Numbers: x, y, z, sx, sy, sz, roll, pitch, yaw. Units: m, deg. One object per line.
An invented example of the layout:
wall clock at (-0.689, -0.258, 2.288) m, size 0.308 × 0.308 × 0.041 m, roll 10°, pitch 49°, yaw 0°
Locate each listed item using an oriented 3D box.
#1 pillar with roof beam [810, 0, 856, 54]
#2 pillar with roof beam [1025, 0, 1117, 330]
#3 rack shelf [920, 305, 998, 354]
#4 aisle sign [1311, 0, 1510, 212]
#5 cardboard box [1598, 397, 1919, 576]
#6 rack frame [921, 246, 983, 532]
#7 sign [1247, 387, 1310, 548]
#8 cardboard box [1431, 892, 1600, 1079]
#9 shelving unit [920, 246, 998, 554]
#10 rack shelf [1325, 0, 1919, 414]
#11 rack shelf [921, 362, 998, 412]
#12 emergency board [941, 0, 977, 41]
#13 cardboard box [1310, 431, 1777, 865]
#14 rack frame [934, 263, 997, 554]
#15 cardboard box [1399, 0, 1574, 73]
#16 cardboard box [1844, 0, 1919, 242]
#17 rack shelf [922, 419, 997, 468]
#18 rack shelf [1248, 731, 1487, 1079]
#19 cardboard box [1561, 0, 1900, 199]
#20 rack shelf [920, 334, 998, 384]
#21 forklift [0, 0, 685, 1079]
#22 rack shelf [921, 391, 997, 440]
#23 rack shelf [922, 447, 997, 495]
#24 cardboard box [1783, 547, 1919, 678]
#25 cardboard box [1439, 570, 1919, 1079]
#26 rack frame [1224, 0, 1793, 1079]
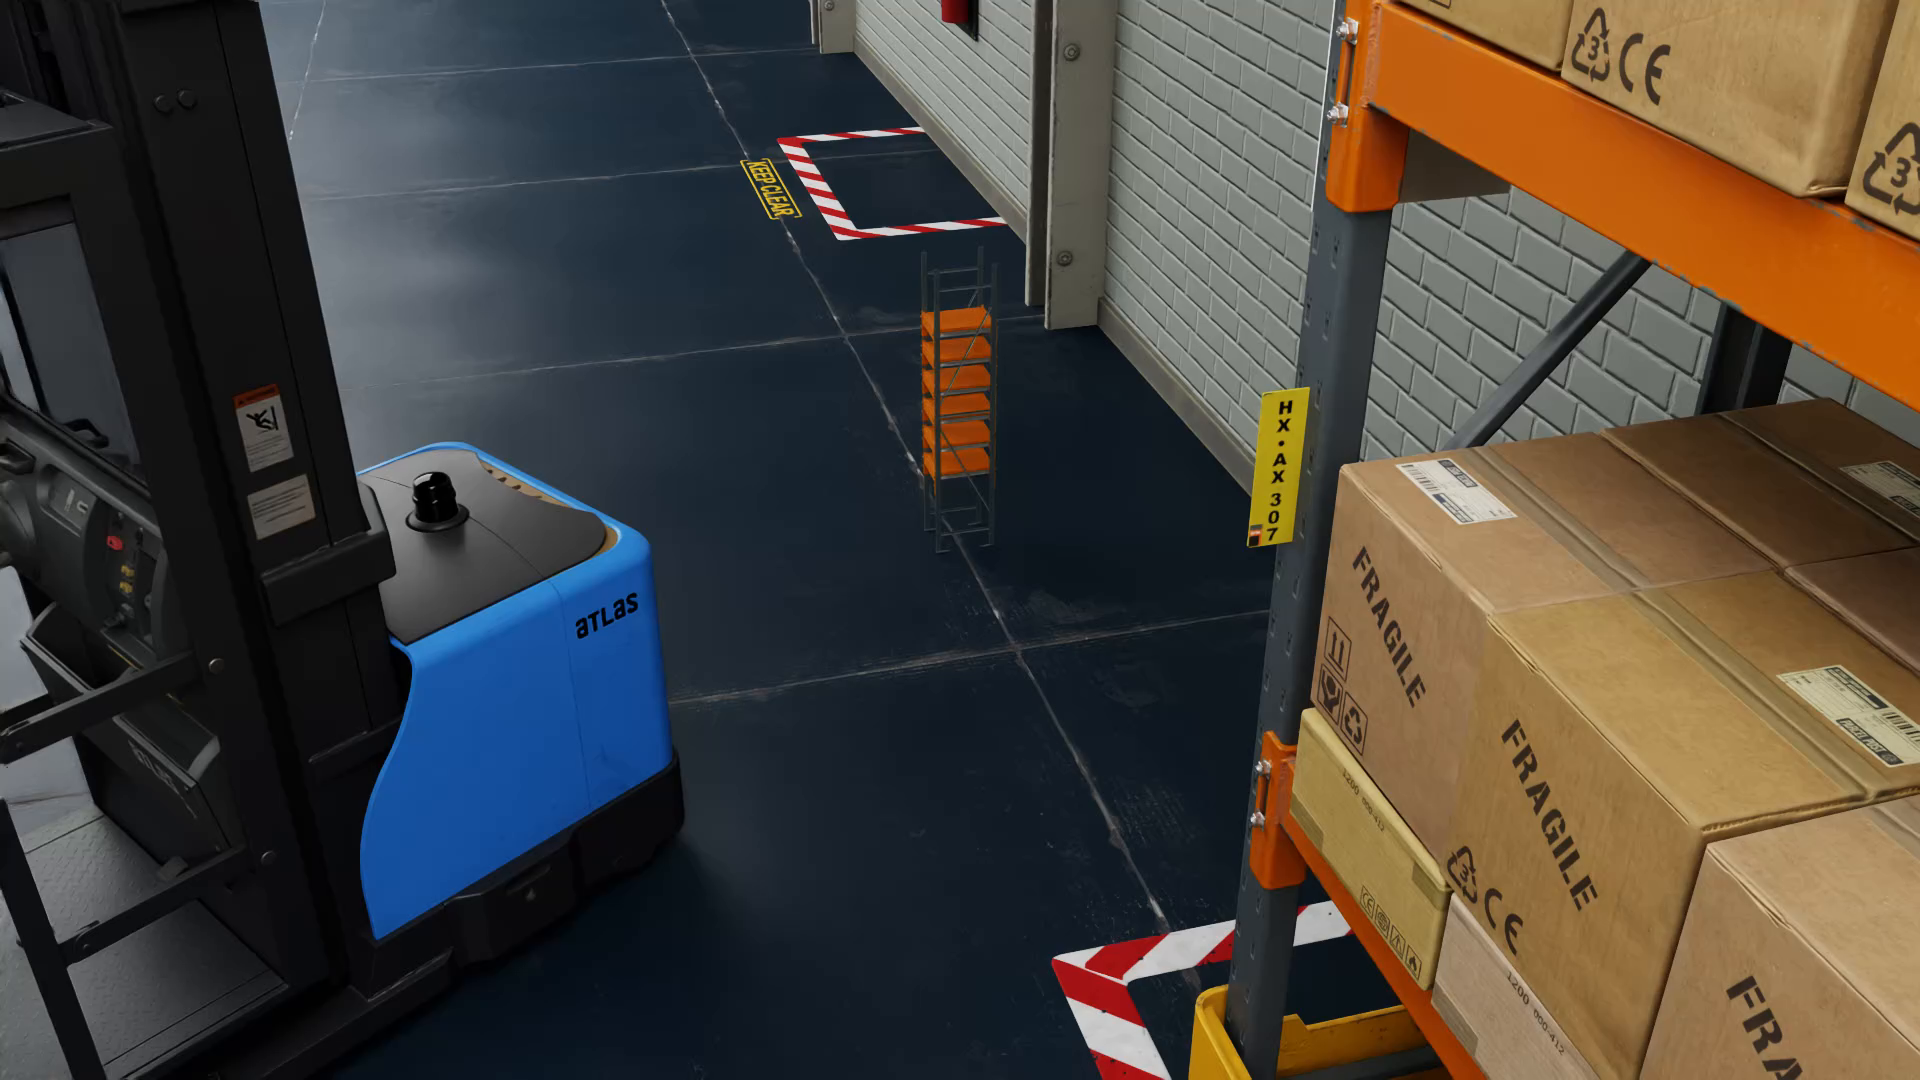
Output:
pillar with roof beam at (-5.193, -7.428, 10.599) m, size 9.100 × 9.000 × 0.400 m, roll -8°, pitch 31°, yaw -13°
pillar with roof beam at (-3.600, -4.530, 5.593) m, size 9.100 × 9.000 × 0.400 m, roll -8°, pitch 31°, yaw -13°
rack shelf at (-0.004, -0.799, 6.303) m, size 0.258 × 0.103 × 0.180 m, roll -8°, pitch 31°, yaw -13°
aisle sign at (0.815, -0.951, 2.803) m, size 0.394 × 0.787 × 0.004 m, roll -8°, pitch 31°, yaw -13°
cardboard box at (1.453, 0.100, 2.964) m, size 0.500 × 0.500 × 0.500 m, roll -8°, pitch 31°, yaw -14°
rack frame at (-0.028, -0.570, 6.538) m, size 0.240 × 1.200 × 0.006 m, roll -8°, pitch 31°, yaw -13°
sign at (0.600, -0.133, 3.122) m, size 0.100 × 0.325 × 0.005 m, roll -8°, pitch 31°, yaw -13°
cardboard box at (1.098, 0.752, 2.586) m, size 0.500 × 0.250 × 0.500 m, roll -9°, pitch 31°, yaw -15°
shelving unit at (-0.004, -0.526, 6.461) m, size 0.258 × 1.200 × 0.189 m, roll -8°, pitch 31°, yaw -13°
rack shelf at (1.654, 0.148, 1.223) m, size 1.077 × 0.370 × 4.000 m, roll -8°, pitch 31°, yaw -13°
rack shelf at (-0.004, -0.592, 6.424) m, size 0.258 × 0.103 × 0.180 m, roll -8°, pitch 31°, yaw -13°
emergency board at (-0.069, -3.704, 10.155) m, size 0.194 × 1.169 × 0.643 m, roll -8°, pitch 31°, yaw -13°
cardboard box at (0.960, 0.171, 2.841) m, size 0.500 × 0.500 × 0.500 m, roll -8°, pitch 31°, yaw -13°
rack frame at (0.020, -0.482, 6.385) m, size 0.240 × 1.200 × 0.006 m, roll -8°, pitch 31°, yaw -13°
cardboard box at (0.971, -0.986, 2.345) m, size 0.500 × 0.500 × 0.500 m, roll -7°, pitch 31°, yaw -12°
cardboard box at (1.220, -0.472, 1.457) m, size 0.500 × 0.500 × 0.500 m, roll -6°, pitch 31°, yaw -11°
rack shelf at (-0.004, -0.384, 6.544) m, size 0.258 × 0.103 × 0.180 m, roll -8°, pitch 31°, yaw -13°
rack shelf at (1.654, 1.446, 1.975) m, size 1.077 × 0.370 × 4.000 m, roll -8°, pitch 31°, yaw -13°
cardboard box at (1.079, -0.722, 1.889) m, size 0.500 × 0.500 × 0.500 m, roll -6°, pitch 31°, yaw -10°
rack shelf at (-0.004, -0.696, 6.364) m, size 0.258 × 0.103 × 0.180 m, roll -8°, pitch 31°, yaw -13°
forklift at (-2.200, 0.044, 3.747) m, size 1.130 × 2.935 × 3.031 m, roll 24°, pitch 38°, yaw 35°
rack shelf at (-0.004, -0.488, 6.484) m, size 0.258 × 0.103 × 0.180 m, roll -8°, pitch 31°, yaw -13°
rack shelf at (-0.004, -0.280, 6.604) m, size 0.258 × 0.103 × 0.180 m, roll -8°, pitch 31°, yaw -13°
cardboard box at (1.577, 0.345, 2.541) m, size 0.500 × 0.500 × 0.500 m, roll -7°, pitch 31°, yaw -13°
cardboard box at (1.081, 0.411, 2.426) m, size 0.500 × 0.500 × 0.500 m, roll -8°, pitch 31°, yaw -13°
rack frame at (1.123, 0.169, 3.463) m, size 1.000 × 3.000 × 0.127 m, roll -8°, pitch 31°, yaw -13°
